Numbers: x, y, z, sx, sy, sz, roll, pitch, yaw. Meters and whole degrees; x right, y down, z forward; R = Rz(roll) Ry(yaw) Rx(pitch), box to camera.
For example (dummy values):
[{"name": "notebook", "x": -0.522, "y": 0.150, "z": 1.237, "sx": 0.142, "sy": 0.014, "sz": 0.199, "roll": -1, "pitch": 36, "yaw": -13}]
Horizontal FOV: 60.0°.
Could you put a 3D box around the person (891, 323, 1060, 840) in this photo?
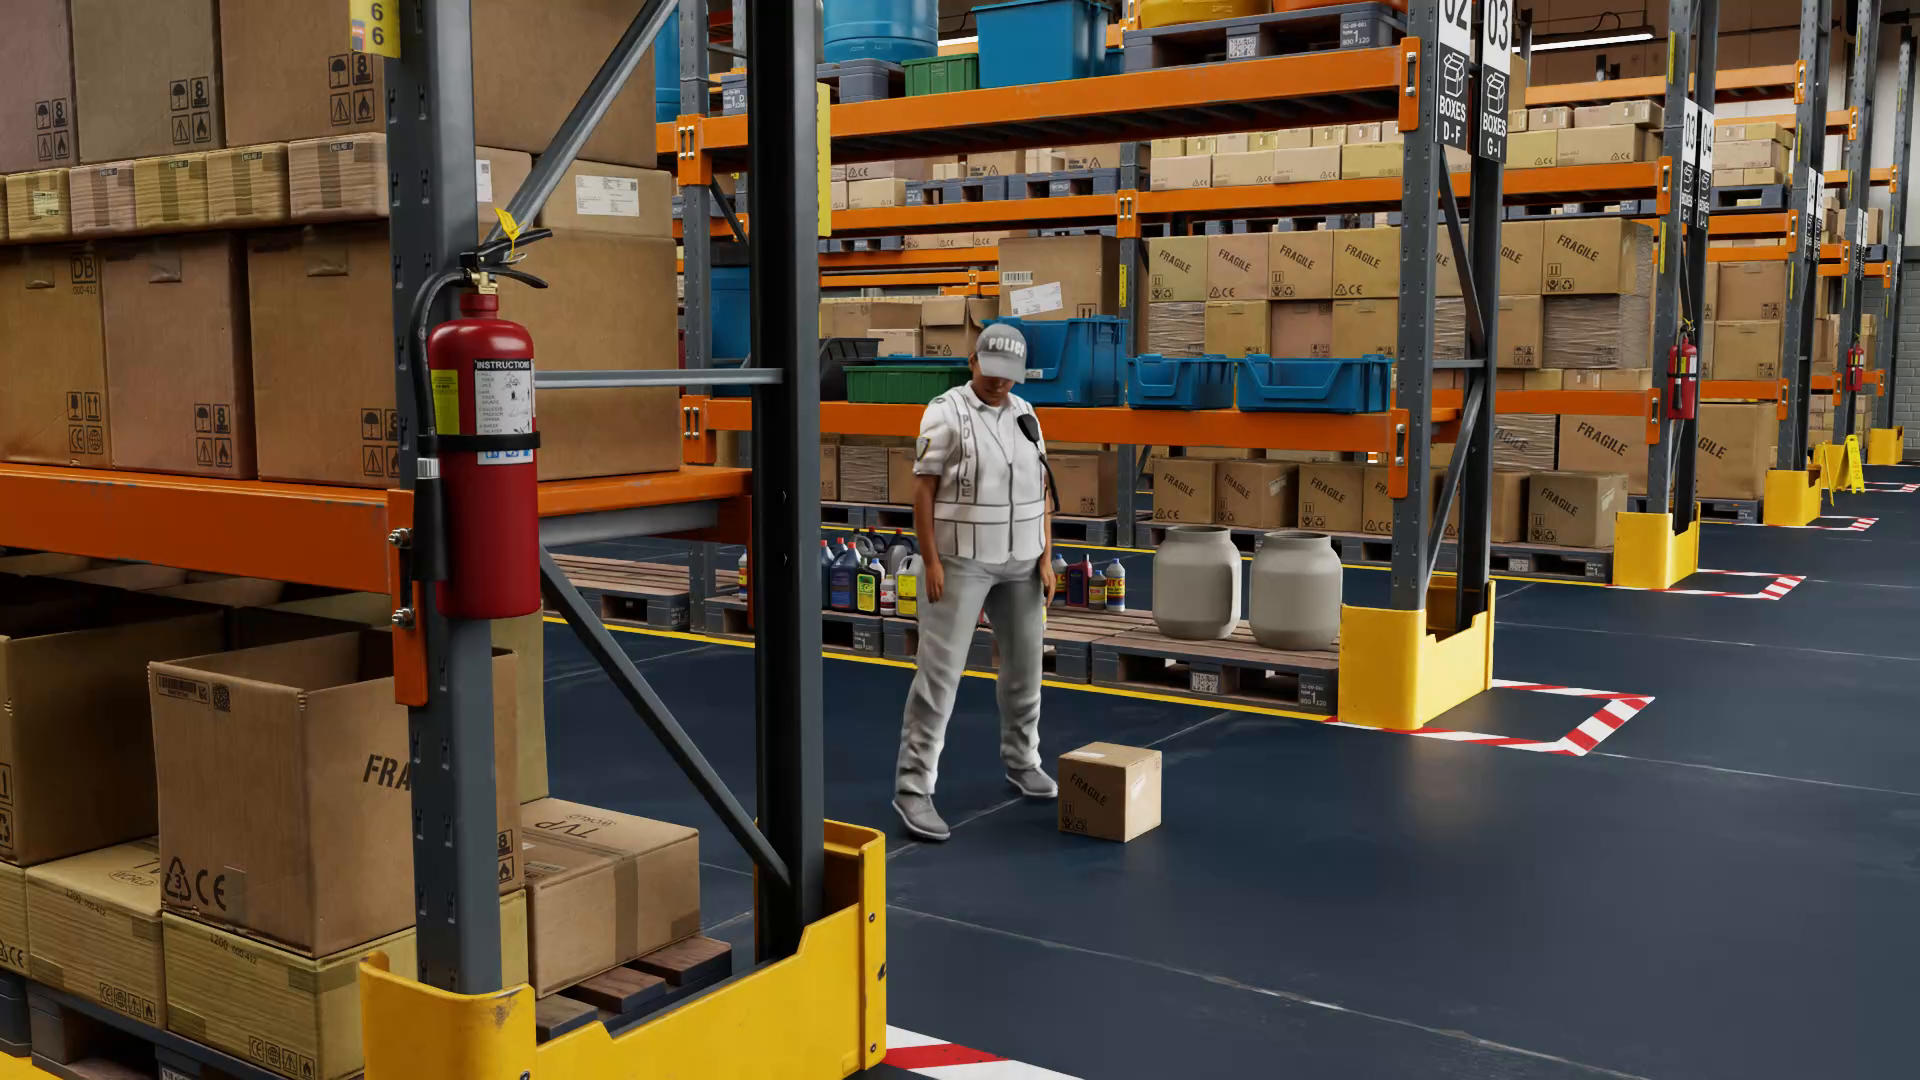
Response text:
[{"name": "person", "x": 0.053, "y": 0.104, "z": 5.583, "sx": 0.702, "sy": 1.653, "sz": 0.499, "roll": -4, "pitch": 8, "yaw": -32}]
